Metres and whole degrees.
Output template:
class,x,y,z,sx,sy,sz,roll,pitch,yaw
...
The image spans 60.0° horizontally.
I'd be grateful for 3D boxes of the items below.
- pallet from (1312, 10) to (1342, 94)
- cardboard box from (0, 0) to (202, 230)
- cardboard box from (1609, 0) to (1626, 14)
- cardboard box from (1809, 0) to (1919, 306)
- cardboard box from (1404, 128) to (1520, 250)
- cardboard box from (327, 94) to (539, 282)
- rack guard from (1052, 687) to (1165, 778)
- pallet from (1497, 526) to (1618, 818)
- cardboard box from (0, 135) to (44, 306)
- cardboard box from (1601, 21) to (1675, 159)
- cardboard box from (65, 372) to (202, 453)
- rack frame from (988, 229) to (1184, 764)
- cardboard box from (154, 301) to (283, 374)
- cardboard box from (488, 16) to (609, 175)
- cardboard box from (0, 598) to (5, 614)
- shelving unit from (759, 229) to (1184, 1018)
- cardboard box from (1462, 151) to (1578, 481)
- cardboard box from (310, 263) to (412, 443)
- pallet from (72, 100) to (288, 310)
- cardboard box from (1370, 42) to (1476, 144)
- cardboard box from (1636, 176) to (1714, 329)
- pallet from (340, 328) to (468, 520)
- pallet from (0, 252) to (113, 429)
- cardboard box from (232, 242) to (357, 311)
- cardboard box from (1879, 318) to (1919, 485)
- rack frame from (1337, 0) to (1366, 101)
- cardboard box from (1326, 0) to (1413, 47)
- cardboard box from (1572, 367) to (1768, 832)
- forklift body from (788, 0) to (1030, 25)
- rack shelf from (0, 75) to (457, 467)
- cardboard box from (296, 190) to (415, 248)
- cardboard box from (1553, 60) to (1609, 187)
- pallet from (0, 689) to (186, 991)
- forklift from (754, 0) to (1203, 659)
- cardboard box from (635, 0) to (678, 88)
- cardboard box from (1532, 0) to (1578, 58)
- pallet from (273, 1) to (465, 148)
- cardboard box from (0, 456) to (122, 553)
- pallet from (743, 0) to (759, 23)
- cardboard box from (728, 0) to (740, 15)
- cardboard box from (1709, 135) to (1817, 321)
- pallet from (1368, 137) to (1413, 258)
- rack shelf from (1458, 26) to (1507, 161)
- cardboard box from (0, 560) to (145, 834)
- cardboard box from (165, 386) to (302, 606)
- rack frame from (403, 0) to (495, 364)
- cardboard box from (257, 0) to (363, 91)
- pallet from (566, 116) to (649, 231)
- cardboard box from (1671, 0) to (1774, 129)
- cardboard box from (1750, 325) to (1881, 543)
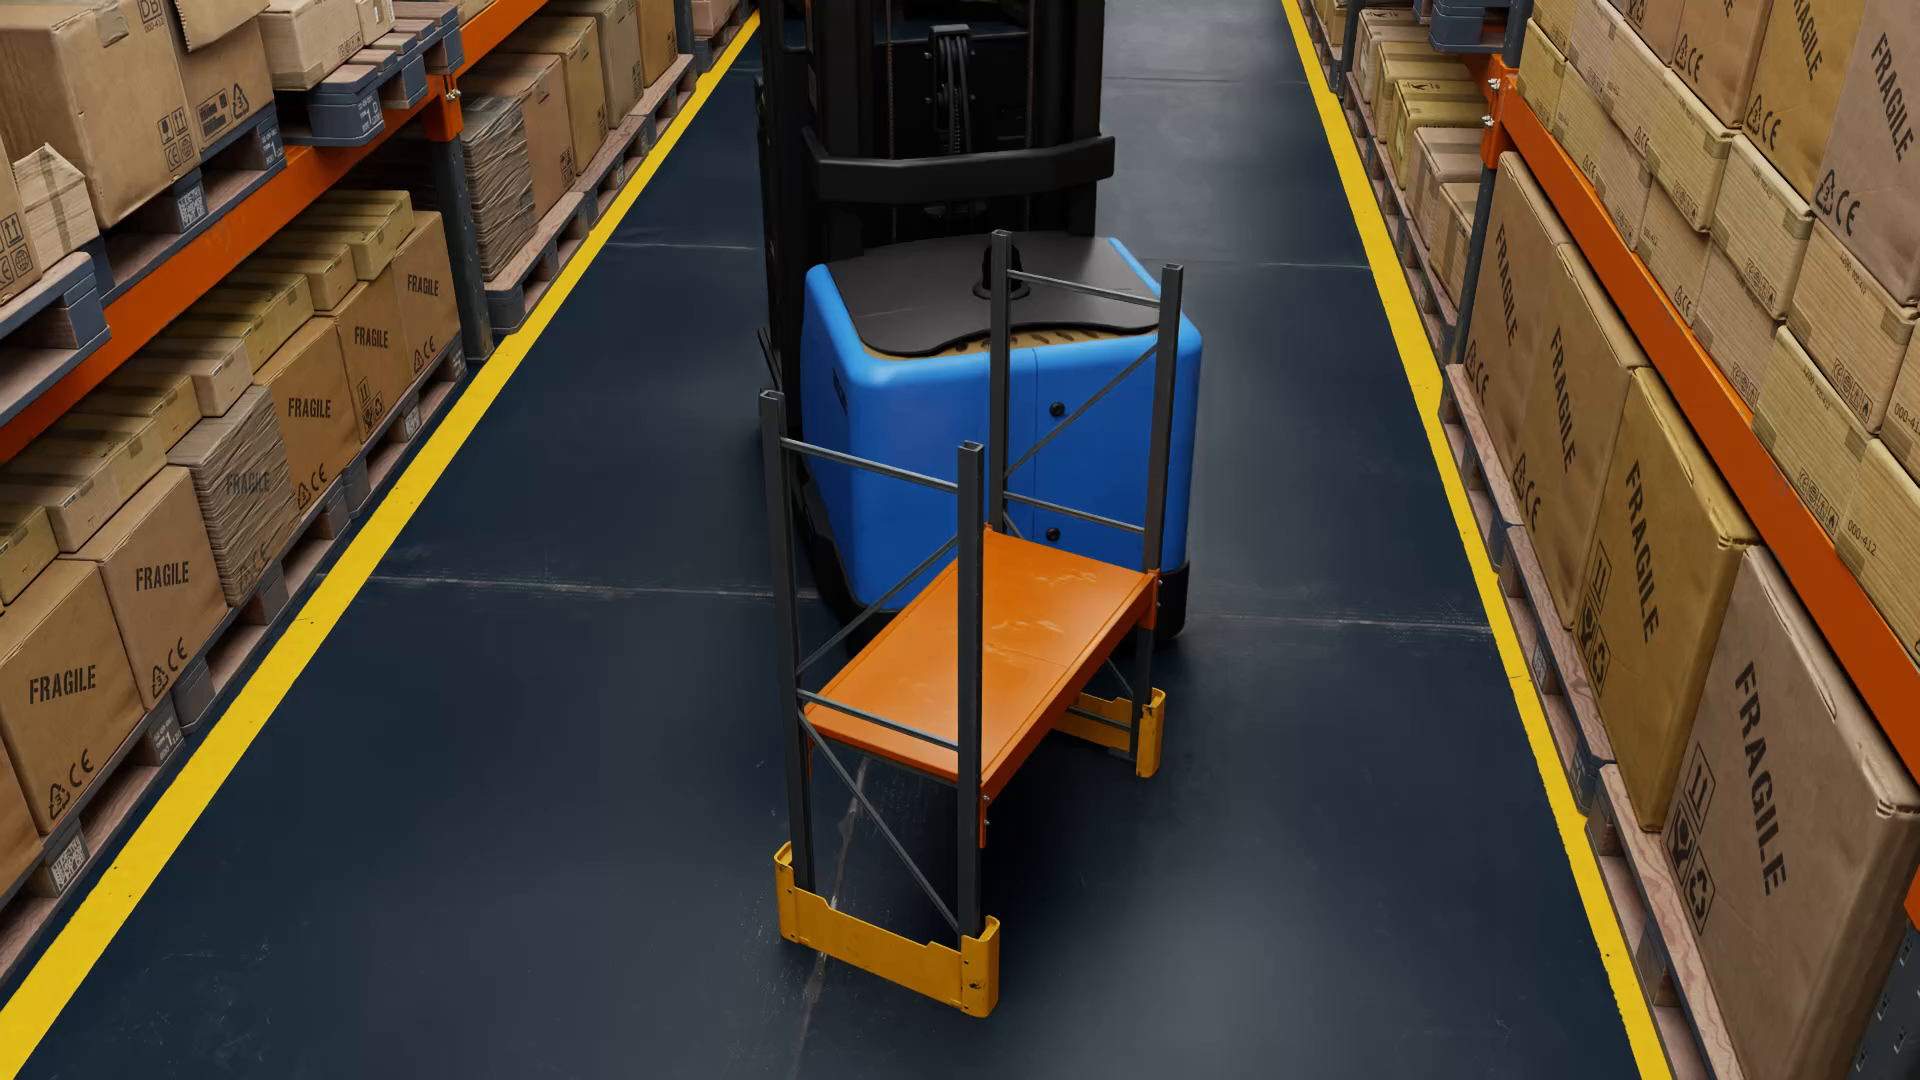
class,x,y,z,sx,sy,sz,roll,pitch,yaw
pallet,2.818,-3.115,10.604,1.003,0.211,1.213,2,32,4
cardboard box,-2.432,-1.122,4.217,0.700,0.500,0.500,2,32,4
cardboard box,2.158,-1.819,4.794,0.500,0.500,0.500,3,32,4
cardboard box,1.968,-0.750,3.059,0.500,0.500,0.500,3,32,5
cardboard box,2.581,-1.599,7.591,0.950,0.372,0.625,2,32,3
cardboard box,-2.410,-1.562,7.288,0.875,0.625,0.625,3,32,6
rack guard,0.295,0.473,4.744,0.587,0.250,0.087,16,35,24
pallet,2.231,0.374,4.941,1.003,0.211,1.213,2,32,4
cardboard box,-2.496,-0.712,3.551,0.700,0.500,0.500,3,32,5
cardboard box,2.089,-1.222,4.541,0.500,0.250,0.500,2,32,4
cardboard box,-2.469,-0.371,4.858,0.380,0.149,0.250,3,32,4
rack frame,0.304,-0.068,4.431,0.500,1.500,0.032,16,35,24
cardboard box,-2.406,-0.643,5.299,0.380,0.149,0.250,2,32,3
cardboard box,-2.311,-2.256,8.414,0.875,0.625,0.625,1,32,2
cardboard box,-2.551,0.174,3.973,0.380,0.149,0.250,1,32,1
shelving unit,0.058,0.171,4.043,0.587,1.500,1.083,16,35,24
cardboard box,2.334,-0.775,5.773,0.875,0.875,0.875,2,32,4
cardboard box,-2.346,-0.691,5.995,0.500,0.500,0.500,2,32,3
pallet,-2.629,-0.969,4.647,1.003,0.211,1.213,2,32,4
cardboard box,2.703,-2.359,8.824,0.950,0.372,0.625,4,32,7
cardboard box,2.073,-0.748,4.247,0.500,0.250,0.500,2,32,4
pallet,-2.573,-0.492,6.348,1.003,0.211,1.213,2,32,4
pallet,-2.627,-0.308,3.574,1.003,0.211,1.213,2,32,4
cardboard box,-2.319,-0.910,5.732,0.380,0.149,0.250,1,32,2
cardboard box,1.941,-0.156,2.811,0.500,0.250,0.500,2,32,4
rack frame,2.798,-3.950,9.300,1.000,3.000,0.127,2,32,4
cardboard box,2.579,-3.279,10.431,0.500,0.250,0.500,4,32,6
cardboard box,2.183,0.159,4.258,0.875,0.875,0.875,3,32,5
forklift body,-0.160,-4.821,11.522,2.313,2.155,1.214,2,32,4
rack shelf,-2.638,-0.716,4.739,1.077,0.370,4.000,2,32,4
cardboard box,-2.263,-1.190,6.186,0.380,0.149,0.250,1,32,2
cardboard box,2.158,-1.280,5.111,0.500,0.250,0.500,2,32,3
pallet,-2.772,0.784,4.277,1.003,0.211,1.213,2,32,4
forklift,-0.145,-1.599,5.551,1.130,2.935,3.031,-7,32,-12
cardboard box,-2.181,-3.054,9.710,0.875,0.625,0.625,4,32,6
cardboard box,2.185,-1.753,5.401,0.500,0.250,0.500,2,32,4
pallet,-2.460,-1.629,5.717,1.213,0.211,1.003,2,32,4
cardboard box,-2.485,-0.099,4.416,0.380,0.149,0.250,2,32,4
pallet,-1.946,-4.026,12.082,1.003,0.211,1.213,2,32,4
cardboard box,-1.754,-3.673,11.071,0.500,0.250,0.500,2,32,3
cardboard box,2.010,-0.689,3.676,0.500,0.250,0.500,3,32,5
pallet,2.640,-1.716,8.333,1.003,0.211,1.213,2,32,4
rack shelf,2.635,-2.598,7.792,1.077,0.370,4.000,2,32,4
cardboard box,-2.503,0.387,4.246,0.500,0.500,0.500,2,32,3
cardboard box,-2.410,-0.145,5.109,0.500,0.500,0.500,1,32,2
rack frame,-2.475,-2.068,6.247,1.000,3.000,0.127,2,32,4
cardboard box,-2.238,-1.618,5.258,0.500,0.250,0.500,1,32,2
pallet,-2.267,-1.946,8.707,1.003,0.211,1.213,2,32,4
cardboard box,2.056,-1.285,3.928,0.500,0.500,0.500,3,32,5
cardboard box,1.975,-0.214,3.381,0.500,0.250,0.500,2,32,3
